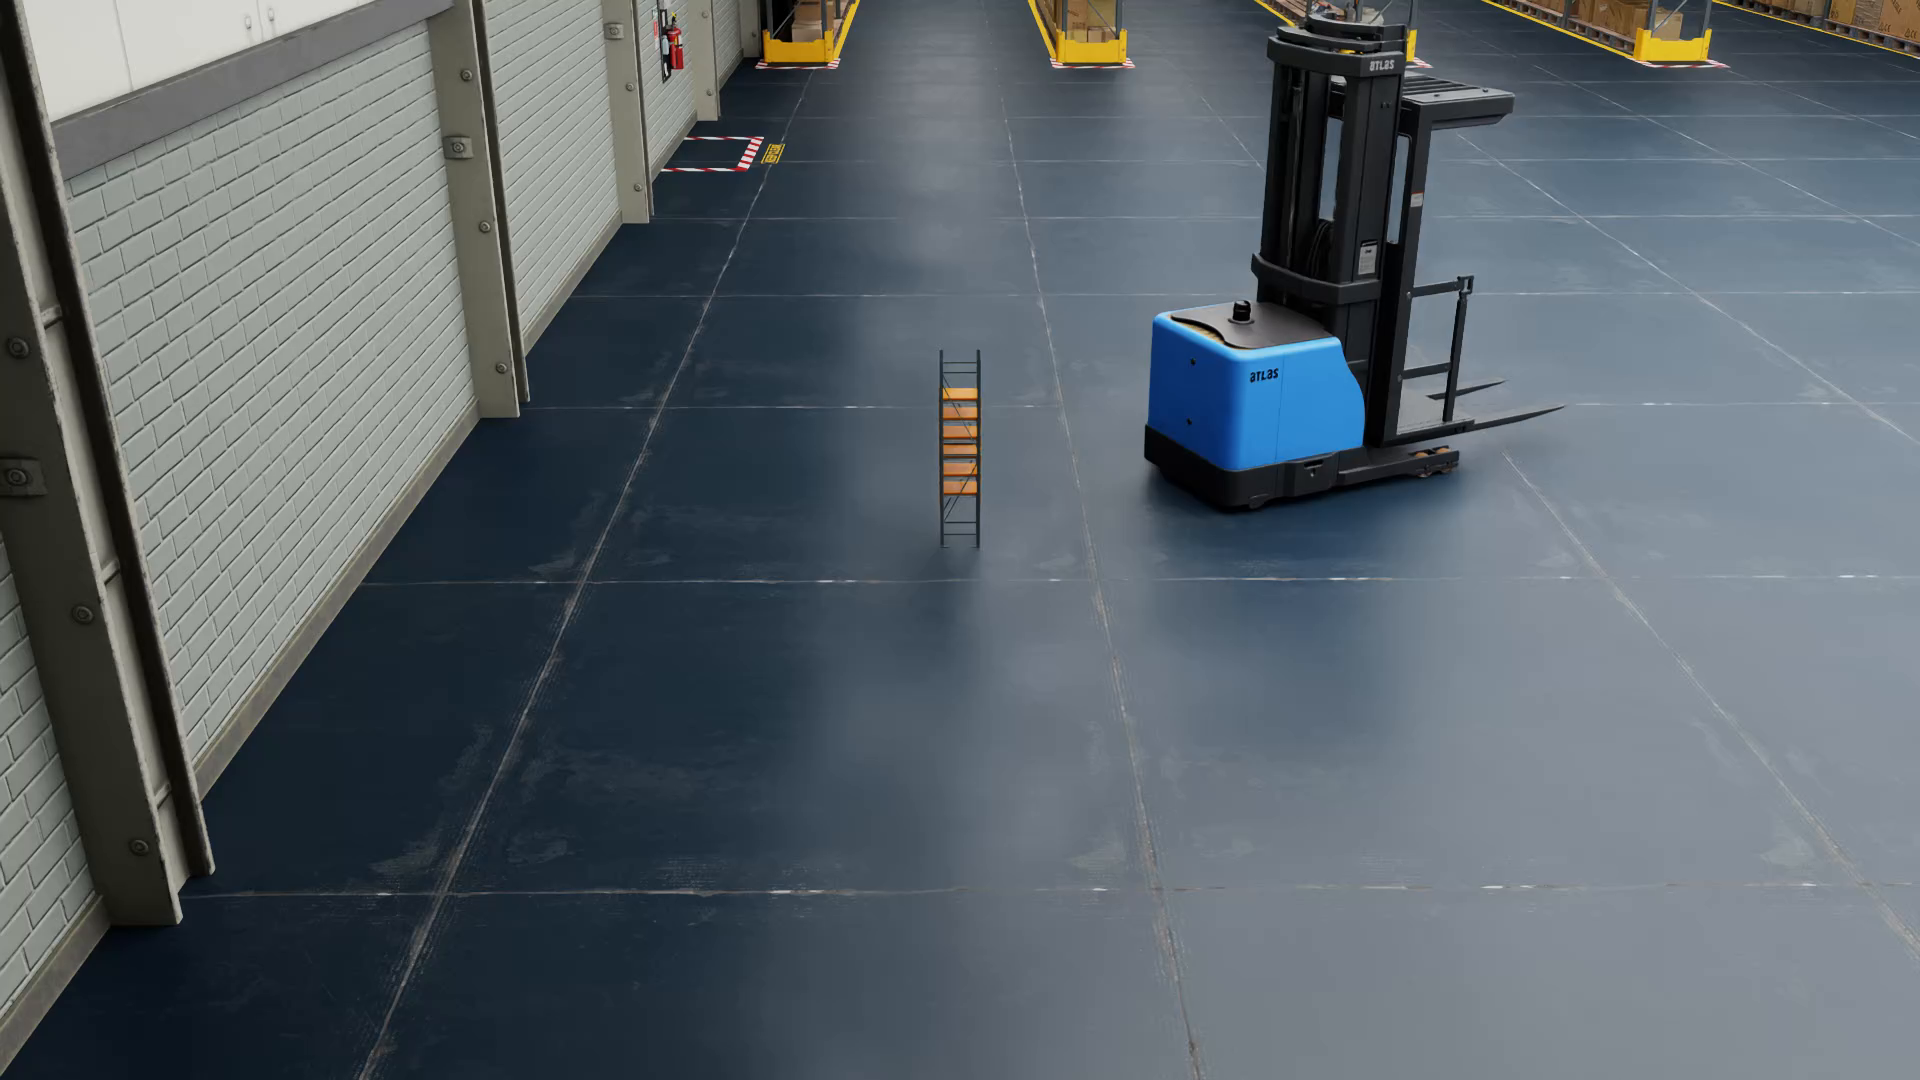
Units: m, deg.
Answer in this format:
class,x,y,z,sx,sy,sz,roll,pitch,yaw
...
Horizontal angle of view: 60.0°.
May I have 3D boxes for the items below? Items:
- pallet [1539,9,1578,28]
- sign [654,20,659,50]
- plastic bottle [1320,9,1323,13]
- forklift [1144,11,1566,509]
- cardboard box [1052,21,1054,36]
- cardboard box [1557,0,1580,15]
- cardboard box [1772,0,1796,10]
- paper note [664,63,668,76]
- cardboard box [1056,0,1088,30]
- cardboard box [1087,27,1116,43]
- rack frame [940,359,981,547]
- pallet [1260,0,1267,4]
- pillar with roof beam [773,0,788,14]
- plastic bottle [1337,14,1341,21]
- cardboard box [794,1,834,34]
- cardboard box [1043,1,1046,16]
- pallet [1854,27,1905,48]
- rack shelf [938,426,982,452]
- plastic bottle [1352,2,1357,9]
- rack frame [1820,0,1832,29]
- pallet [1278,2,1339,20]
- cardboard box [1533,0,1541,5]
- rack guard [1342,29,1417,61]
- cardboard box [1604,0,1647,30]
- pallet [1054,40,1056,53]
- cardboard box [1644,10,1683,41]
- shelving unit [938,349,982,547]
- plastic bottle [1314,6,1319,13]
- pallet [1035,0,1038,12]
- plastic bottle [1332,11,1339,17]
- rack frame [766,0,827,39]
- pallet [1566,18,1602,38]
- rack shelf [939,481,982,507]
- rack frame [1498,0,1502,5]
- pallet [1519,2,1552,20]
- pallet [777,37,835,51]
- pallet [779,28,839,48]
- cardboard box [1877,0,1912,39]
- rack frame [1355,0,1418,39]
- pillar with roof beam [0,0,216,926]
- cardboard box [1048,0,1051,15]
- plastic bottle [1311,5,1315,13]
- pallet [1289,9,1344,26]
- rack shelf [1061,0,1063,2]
class,x,y,z,sx,sy,sz,roll,pitch,yaw
pallet,12.070,-10.249,32.654,1.003,0.211,1.213,0,24,-1
sign,-3.651,-6.065,19.977,0.001,0.329,0.234,0,24,-1
plastic bottle,6.683,-9.659,30.728,0.061,0.283,0.133,1,24,2
forklift,2.807,-1.937,10.977,3.031,2.935,1.130,-11,27,-24
cardboard box,1.891,-9.077,29.508,0.500,0.250,0.500,0,24,-1
cardboard box,12.094,-10.513,32.355,0.700,0.500,0.500,-2,24,-5
cardboard box,16.937,-10.998,33.148,1.050,0.750,0.750,0,24,-1
paper note,-3.621,-5.803,20.509,0.016,0.148,0.142,0,24,-1
cardboard box,1.914,-9.007,28.442,0.500,0.500,0.500,0,24,-1
cardboard box,2.434,-8.668,28.602,0.500,0.250,0.500,0,24,-1
rack frame,0.001,-0.503,9.906,0.240,1.200,0.006,0,24,-1
pallet,7.033,-11.879,36.258,1.003,0.211,1.213,0,24,-1
pillar with roof beam,0.631,-14.993,32.481,9.100,9.000,0.400,0,24,-1
plastic bottle,6.843,-9.350,30.046,0.061,0.283,0.133,0,24,-1
cardboard box,-2.618,-9.368,29.822,0.700,0.500,0.500,-2,24,-4
cardboard box,1.879,-10.264,32.130,0.500,0.250,0.500,0,24,-1
pallet,16.987,-9.091,30.094,1.003,0.211,1.213,0,24,-1
rack shelf,0.000,-0.610,9.958,0.258,0.103,0.180,0,24,-1
plastic bottle,7.422,-9.906,31.193,0.144,0.351,0.185,-1,24,-2
rack frame,17.040,-11.179,31.328,1.000,3.000,0.127,0,24,-1
pallet,7.063,-10.733,33.725,1.003,0.211,1.213,0,24,-1
cardboard box,12.095,-11.170,33.807,0.700,0.500,0.500,2,24,4
rack guard,7.123,-8.420,28.261,1.175,0.500,0.348,0,24,-1
cardboard box,12.143,-9.594,30.348,0.500,0.500,0.500,-2,24,-5
pallet,2.167,-8.552,28.902,1.003,0.211,1.213,0,24,-1
cardboard box,12.133,-8.860,28.724,0.500,0.500,0.500,4,25,9
shelving unit,0.000,-0.541,9.990,0.258,1.200,0.189,0,24,-1
plastic bottle,6.723,-9.869,31.203,0.152,0.276,0.135,1,24,1
pallet,2.100,-11.194,34.744,1.003,0.211,1.213,0,24,-1
plastic bottle,6.875,-9.559,30.517,0.152,0.276,0.135,0,24,-1
rack frame,-2.736,-9.483,27.578,1.000,3.000,0.127,0,24,-1
pallet,12.122,-9.651,31.334,1.003,0.211,1.213,0,24,-1
rack shelf,0.000,-0.282,10.107,0.258,0.103,0.180,0,24,-1
rack frame,12.036,-12.847,35.015,1.000,3.000,0.127,0,24,-1
pallet,12.053,-10.753,33.769,1.003,0.211,1.213,0,24,-1
pallet,-2.710,-8.579,28.963,1.003,0.211,1.213,0,24,-1
pallet,-2.721,-9.081,30.072,1.003,0.211,1.213,0,24,-1
cardboard box,16.999,-9.396,29.453,0.875,0.875,0.875,-1,24,-1
rack frame,7.171,-9.528,27.677,1.000,3.000,0.127,0,24,-1
pillar with roof beam,0.958,-2.631,5.148,9.100,9.000,0.400,0,24,-1
cardboard box,1.877,-9.831,30.264,0.500,0.500,0.500,0,24,-1
plastic bottle,6.692,-10.000,31.498,0.097,0.271,0.097,0,24,0
pallet,7.080,-10.229,32.611,1.003,0.211,1.213,0,24,-1
rack shelf,2.196,-10.004,29.601,1.077,0.370,4.000,0,24,-1
